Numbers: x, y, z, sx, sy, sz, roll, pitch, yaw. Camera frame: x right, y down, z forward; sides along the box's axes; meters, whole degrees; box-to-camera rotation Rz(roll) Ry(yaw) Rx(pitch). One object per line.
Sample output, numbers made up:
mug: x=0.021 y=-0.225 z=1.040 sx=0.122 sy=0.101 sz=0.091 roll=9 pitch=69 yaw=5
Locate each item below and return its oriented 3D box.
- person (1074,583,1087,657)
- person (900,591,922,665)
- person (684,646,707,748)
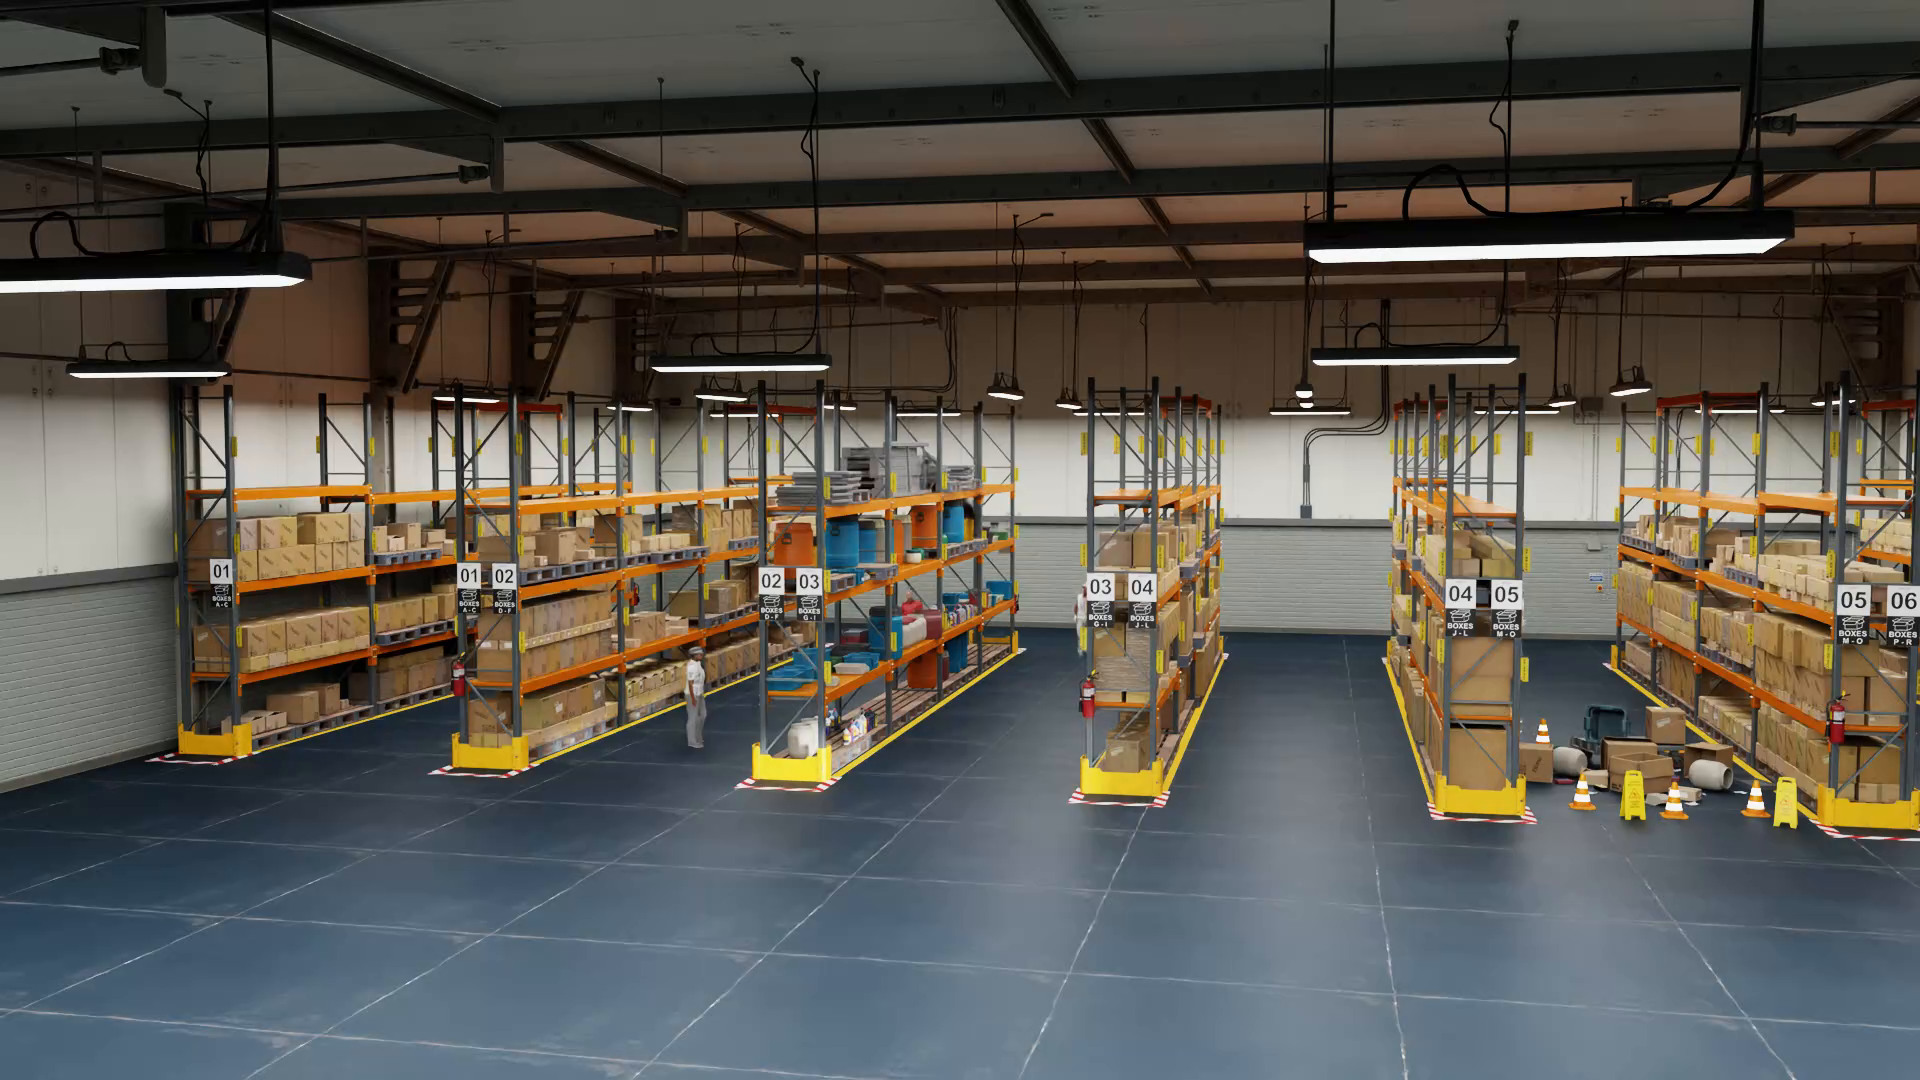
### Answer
person: x=3.035 y=1.930 z=39.966 sx=0.621 sy=1.808 sz=0.878 roll=1 pitch=3 yaw=10
person: x=-1.108 y=1.991 z=37.803 sx=0.612 sy=1.665 sz=0.784 roll=2 pitch=4 yaw=26
person: x=-4.435 y=2.647 z=27.819 sx=0.348 sy=1.753 sz=0.533 roll=0 pitch=3 yaw=6
